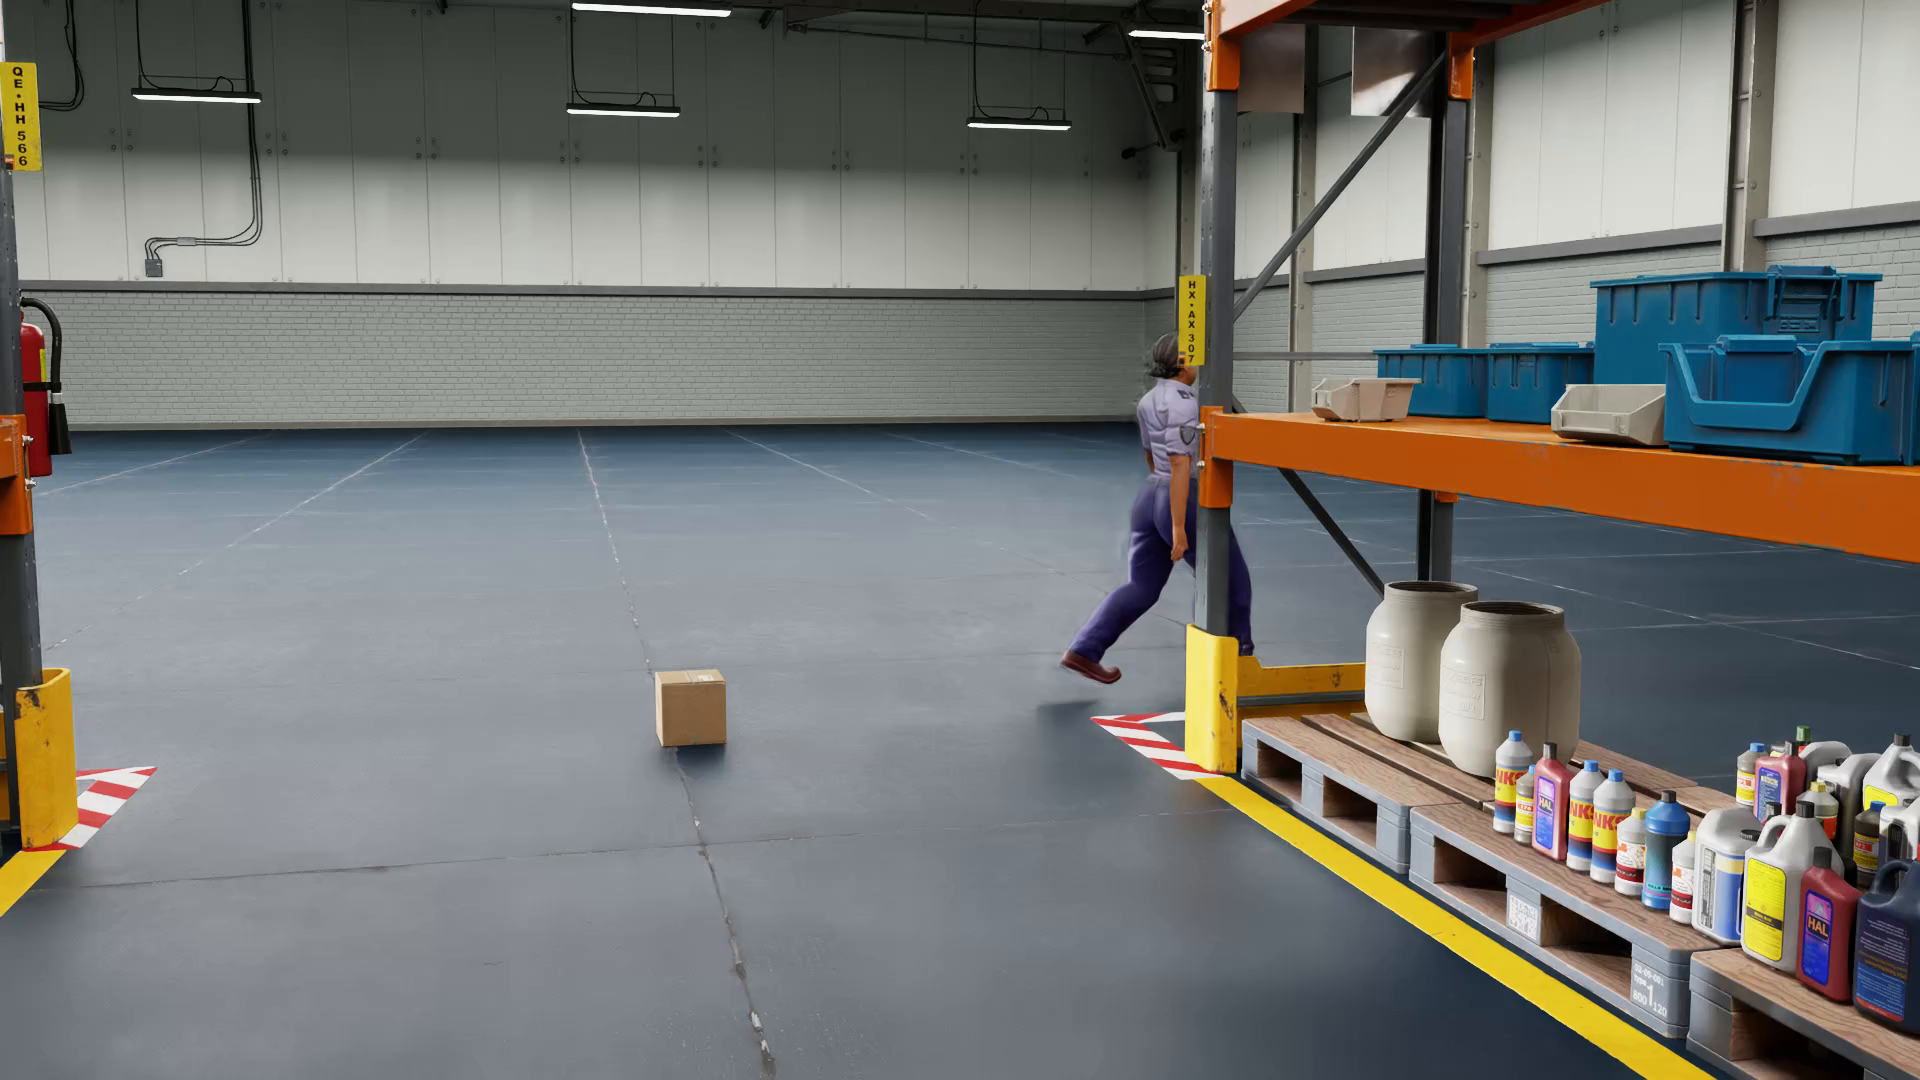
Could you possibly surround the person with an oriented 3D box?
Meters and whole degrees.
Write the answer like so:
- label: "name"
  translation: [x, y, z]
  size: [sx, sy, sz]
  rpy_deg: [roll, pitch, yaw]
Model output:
- label: "person"
  translation: [0.956, -0.118, 7.363]
  size: [1.022, 1.589, 0.498]
  rpy_deg: [-3, 7, -25]
